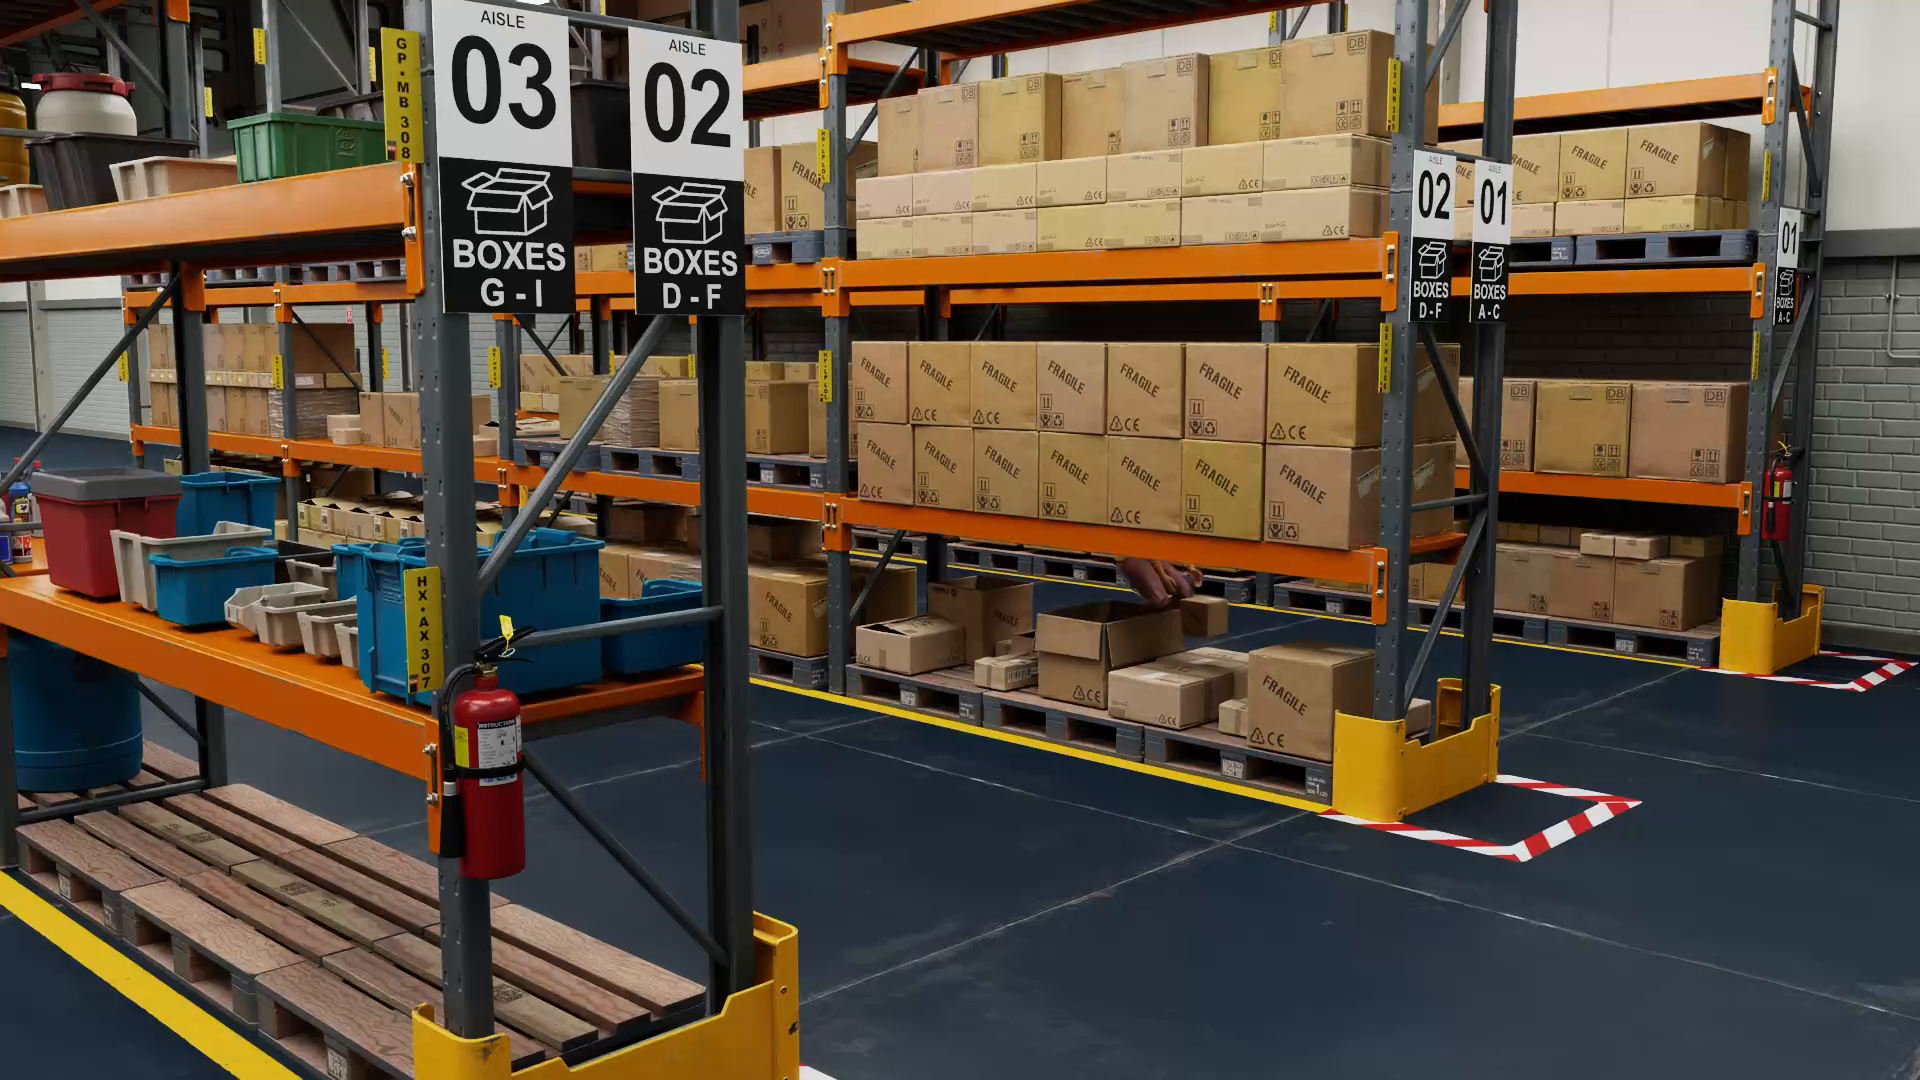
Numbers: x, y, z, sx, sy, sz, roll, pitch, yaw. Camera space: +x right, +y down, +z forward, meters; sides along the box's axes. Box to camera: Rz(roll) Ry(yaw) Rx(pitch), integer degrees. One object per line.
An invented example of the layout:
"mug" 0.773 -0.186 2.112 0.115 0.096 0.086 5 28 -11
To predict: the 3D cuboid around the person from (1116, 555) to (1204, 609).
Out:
"person" 1.488 0.177 12.246 0.666 1.335 0.511 7 10 43
